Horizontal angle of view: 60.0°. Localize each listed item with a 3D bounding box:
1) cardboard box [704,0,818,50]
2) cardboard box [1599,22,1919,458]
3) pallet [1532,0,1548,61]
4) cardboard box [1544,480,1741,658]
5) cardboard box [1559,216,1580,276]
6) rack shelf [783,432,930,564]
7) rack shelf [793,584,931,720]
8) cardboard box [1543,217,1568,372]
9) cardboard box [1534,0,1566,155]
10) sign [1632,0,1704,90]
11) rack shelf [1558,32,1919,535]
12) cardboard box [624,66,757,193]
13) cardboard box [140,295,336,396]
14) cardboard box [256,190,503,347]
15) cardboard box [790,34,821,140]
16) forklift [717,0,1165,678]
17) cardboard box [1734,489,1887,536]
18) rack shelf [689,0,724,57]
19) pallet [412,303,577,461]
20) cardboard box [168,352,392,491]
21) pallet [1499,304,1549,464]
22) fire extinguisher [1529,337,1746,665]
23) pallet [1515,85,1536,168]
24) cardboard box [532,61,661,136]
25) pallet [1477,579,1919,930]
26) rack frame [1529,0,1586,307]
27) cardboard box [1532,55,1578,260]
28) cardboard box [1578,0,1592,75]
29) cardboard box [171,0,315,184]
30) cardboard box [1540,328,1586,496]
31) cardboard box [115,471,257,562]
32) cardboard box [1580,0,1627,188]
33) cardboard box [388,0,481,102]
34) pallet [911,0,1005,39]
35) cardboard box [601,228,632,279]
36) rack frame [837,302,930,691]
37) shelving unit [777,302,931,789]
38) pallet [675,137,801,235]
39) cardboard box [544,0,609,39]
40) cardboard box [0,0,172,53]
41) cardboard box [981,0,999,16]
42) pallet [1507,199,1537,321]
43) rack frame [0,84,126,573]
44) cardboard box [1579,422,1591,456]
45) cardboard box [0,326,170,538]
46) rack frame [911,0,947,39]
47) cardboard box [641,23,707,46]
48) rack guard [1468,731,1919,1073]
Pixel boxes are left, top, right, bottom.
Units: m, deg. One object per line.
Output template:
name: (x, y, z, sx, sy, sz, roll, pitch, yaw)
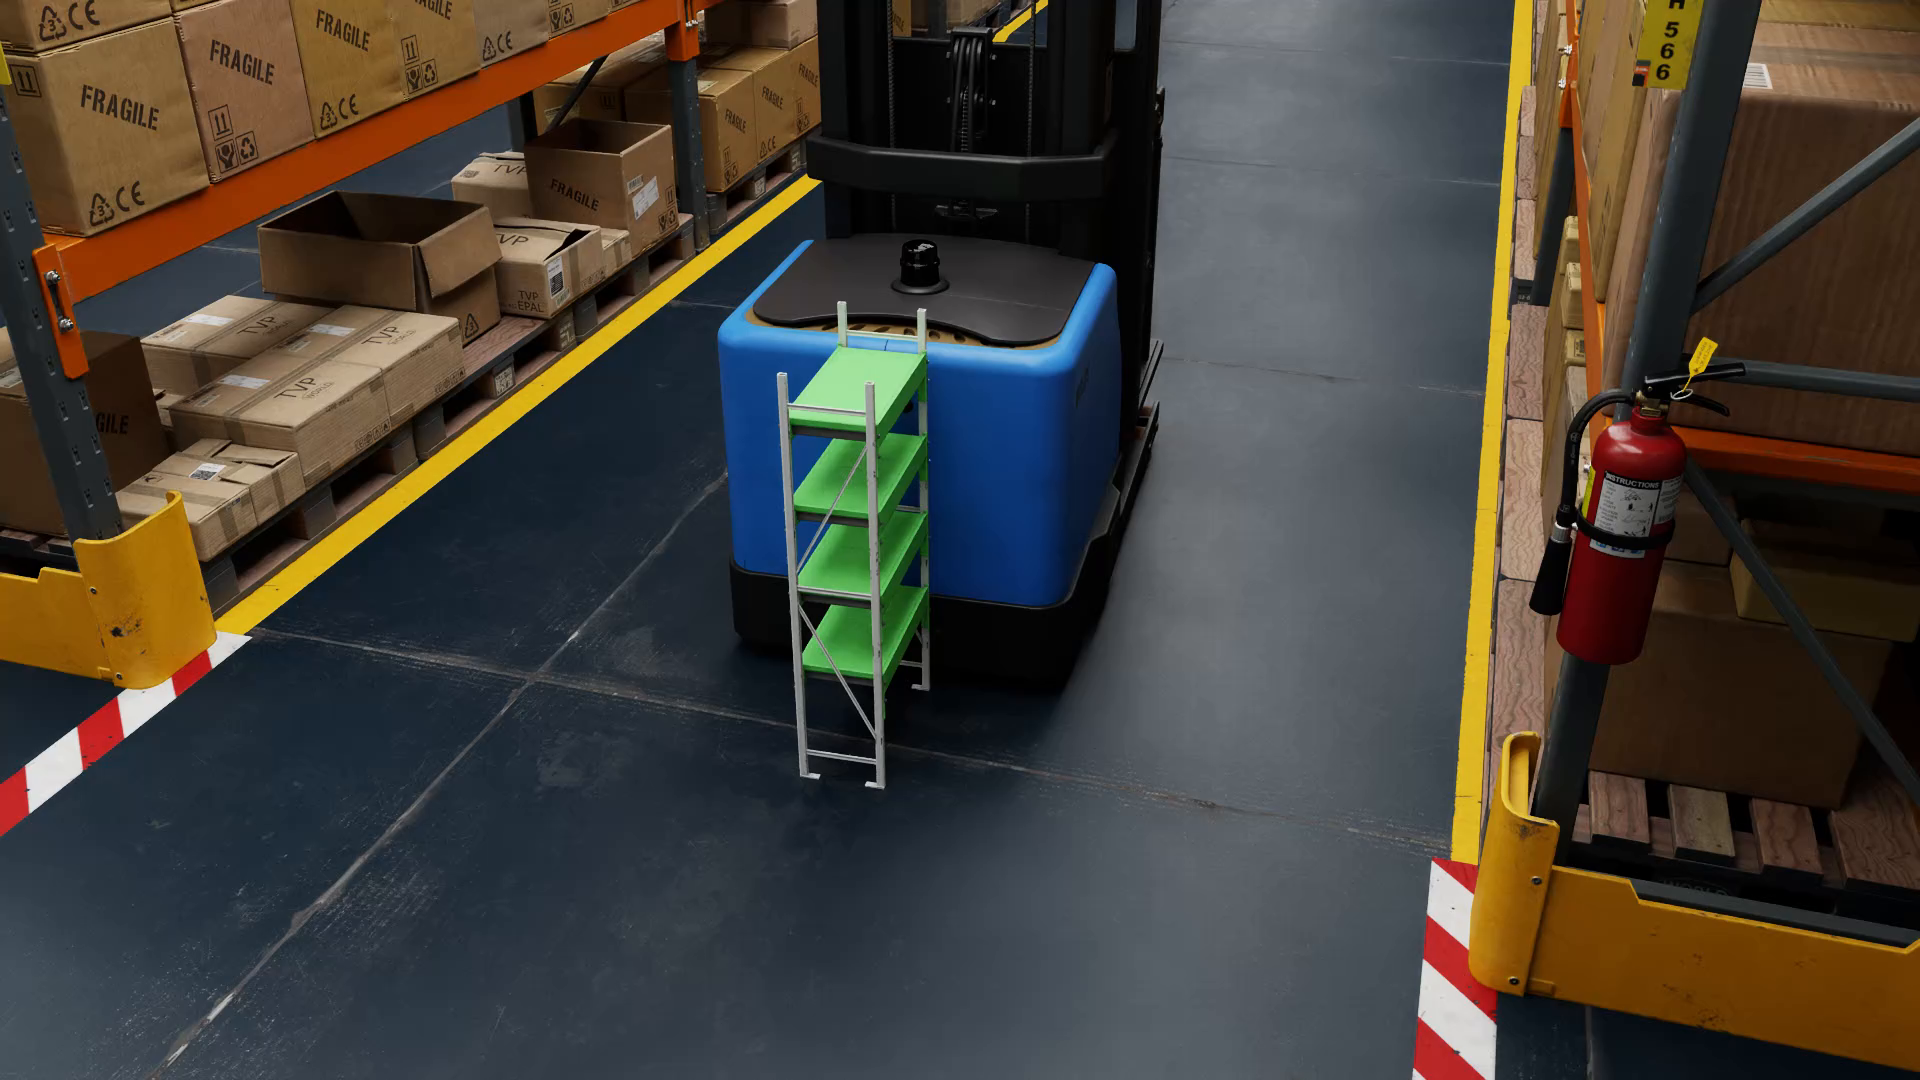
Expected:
cardboard box: (-1.092, -2.926, 9.272, 0.500, 0.250, 0.500, 9, 30, 15)
cardboard box: (1.942, -0.649, 3.523, 0.980, 0.700, 0.700, 10, 31, 17)
pallet: (4.741, -3.707, 12.197, 1.003, 0.211, 1.213, 8, 30, 15)
cardboard box: (2.059, 0.057, 4.701, 0.700, 0.500, 0.500, 8, 30, 15)
cardboard box: (2.384, -1.047, 6.019, 0.380, 0.149, 0.250, 10, 30, 17)
rack shelf: (-0.264, -0.131, 4.389, 0.258, 0.148, 0.480, 7, 30, 12)
rack shelf: (-0.264, 0.288, 4.623, 0.258, 0.148, 0.480, 7, 30, 12)
cardboard box: (2.659, -0.897, 6.416, 0.700, 0.500, 0.500, 9, 30, 16)
cardboard box: (3.546, -2.512, 8.960, 0.750, 0.750, 0.750, 8, 30, 15)
sign: (1.287, -0.973, 2.979, 0.100, 0.325, 0.005, 8, 30, 15)
rack shelf: (2.389, -0.895, 5.013, 1.077, 0.370, 4.000, 8, 30, 15)
cardboard box: (-1.385, -2.134, 8.619, 0.500, 0.500, 0.500, 7, 30, 13)
cardboard box: (-2.703, -0.701, 6.300, 0.500, 0.250, 0.500, 8, 30, 15)
cardboard box: (-2.307, -1.071, 6.705, 0.797, 0.503, 0.637, 8, 30, 15)
cardboard box: (-1.086, -2.614, 9.483, 0.500, 0.500, 0.500, 9, 30, 15)
forklift: (0.146, -1.576, 5.568, 1.130, 2.935, 3.031, 7, 30, 12)
cardboard box: (2.214, -0.143, 4.393, 0.380, 0.149, 0.250, 9, 30, 15)
rack shelf: (-1.173, -3.459, 9.622, 1.077, 0.370, 4.000, 8, 30, 15)
pallet: (-2.319, -0.737, 6.858, 1.003, 0.211, 1.213, 8, 30, 15)
cardboard box: (-2.357, -0.420, 5.795, 0.500, 0.250, 0.500, 8, 30, 15)
pallet: (2.678, -0.578, 6.572, 1.003, 0.211, 1.213, 8, 30, 15)
fire extinguisher: (1.317, -0.079, 3.269, 0.296, 0.674, 0.183, 8, 30, 15)
pallet: (3.847, -2.423, 9.889, 1.003, 0.211, 1.213, 8, 30, 15)
cardboard box: (-1.890, -2.214, 8.763, 0.500, 0.500, 0.500, 8, 30, 15)
pallet: (1.962, 0.556, 4.533, 1.003, 0.211, 1.213, 8, 30, 15)
rack frame: (2.976, -2.139, 6.509, 1.000, 3.000, 0.127, 8, 30, 15)
cardboard box: (3.043, -1.703, 7.506, 0.750, 0.750, 0.750, 9, 30, 15)
cardboard box: (2.801, -2.020, 5.987, 0.980, 0.700, 0.700, 9, 30, 16)
cardboard box: (-2.406, -1.438, 5.146, 0.500, 0.500, 0.500, 8, 30, 14)
cardboard box: (2.355, -0.426, 5.569, 0.700, 0.500, 0.500, 9, 30, 16)
cardboard box: (-2.483, -0.077, 5.283, 0.380, 0.149, 0.250, 8, 30, 15)
cardboard box: (2.378, -1.342, 4.768, 0.980, 0.700, 0.700, 7, 30, 12)
cardboard box: (-2.107, -1.903, 5.982, 0.500, 0.500, 0.500, 9, 30, 16)
pallet: (-0.307, -3.861, 12.474, 1.003, 0.211, 1.213, 8, 30, 15)
cardboard box: (-1.709, -1.302, 7.485, 0.380, 0.149, 0.250, 8, 30, 15)
rack frame: (-0.207, -0.093, 4.682, 0.240, 1.200, 0.015, 7, 30, 12)
shelving unit: (-0.264, 0.023, 4.475, 0.258, 1.200, 0.503, 7, 30, 12)
pallet: (-1.558, -2.008, 9.143, 1.003, 0.211, 1.213, 8, 30, 15)
cardboard box: (-1.812, -2.379, 6.838, 0.500, 0.500, 0.500, 9, 30, 16)
cardboard box: (-2.552, -1.634, 4.470, 0.500, 0.500, 0.500, 9, 30, 16)
cardboard box: (-0.005, -4.120, 12.467, 0.500, 0.250, 0.500, 8, 30, 13)
pallet: (3.131, -1.289, 7.851, 1.003, 0.211, 1.213, 8, 30, 15)
rack frame: (-2.934, -0.985, 4.435, 1.000, 3.000, 0.127, 8, 30, 15)
cardboard box: (1.850, -0.198, 4.493, 0.380, 0.149, 0.250, 9, 30, 16)
cardboard box: (-3.010, -0.373, 5.453, 0.500, 0.500, 0.500, 8, 30, 15)
rack frame: (-0.586, -4.703, 11.118, 1.000, 3.000, 0.127, 8, 30, 15)
cardboard box: (-1.589, -2.675, 9.592, 0.500, 0.500, 0.500, 9, 30, 15)
rack guard: (1.795, 0.824, 3.755, 1.175, 0.500, 0.348, 8, 30, 15)
